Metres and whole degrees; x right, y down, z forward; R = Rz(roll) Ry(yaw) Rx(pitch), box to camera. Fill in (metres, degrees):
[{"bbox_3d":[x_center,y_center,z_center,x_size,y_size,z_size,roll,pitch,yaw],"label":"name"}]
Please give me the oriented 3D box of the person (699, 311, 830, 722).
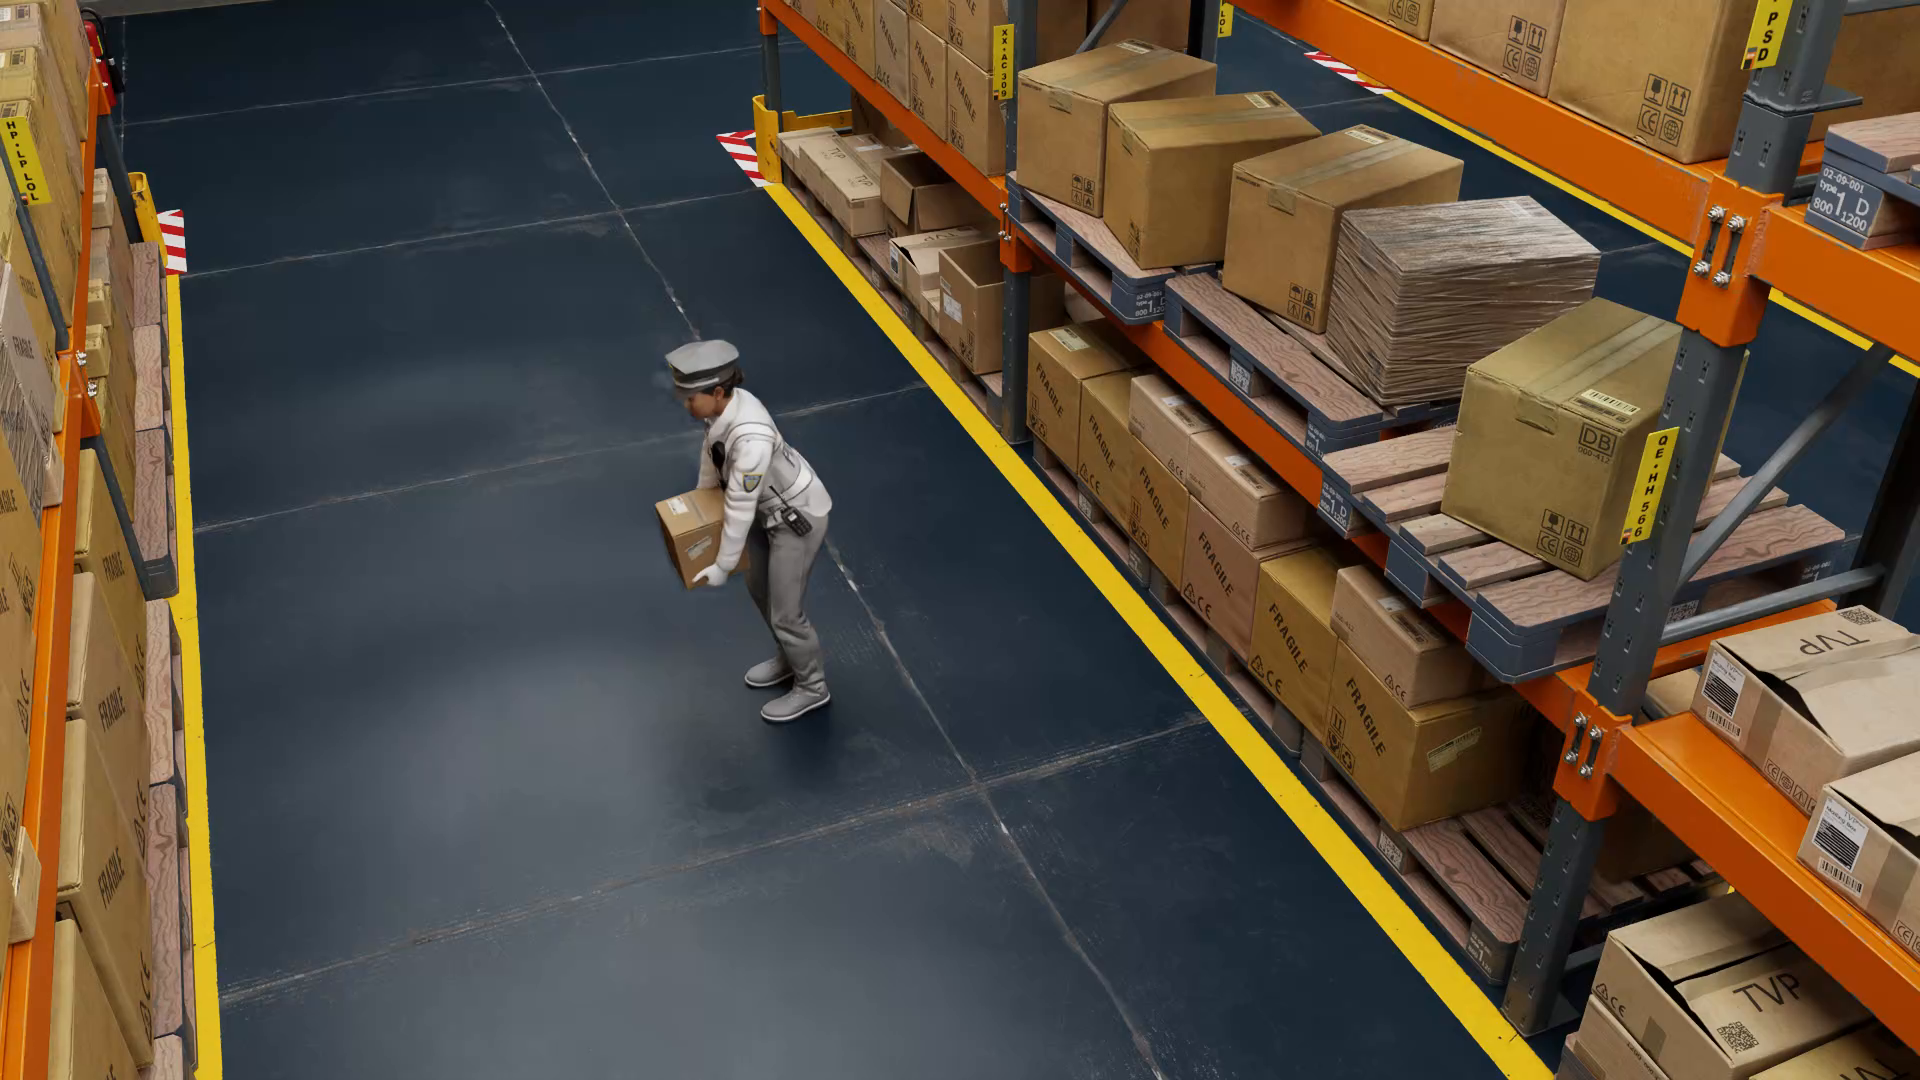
[{"bbox_3d":[-0.742,-0.077,6.238,0.547,1.689,0.459,-13,36,-18],"label":"person"}]
